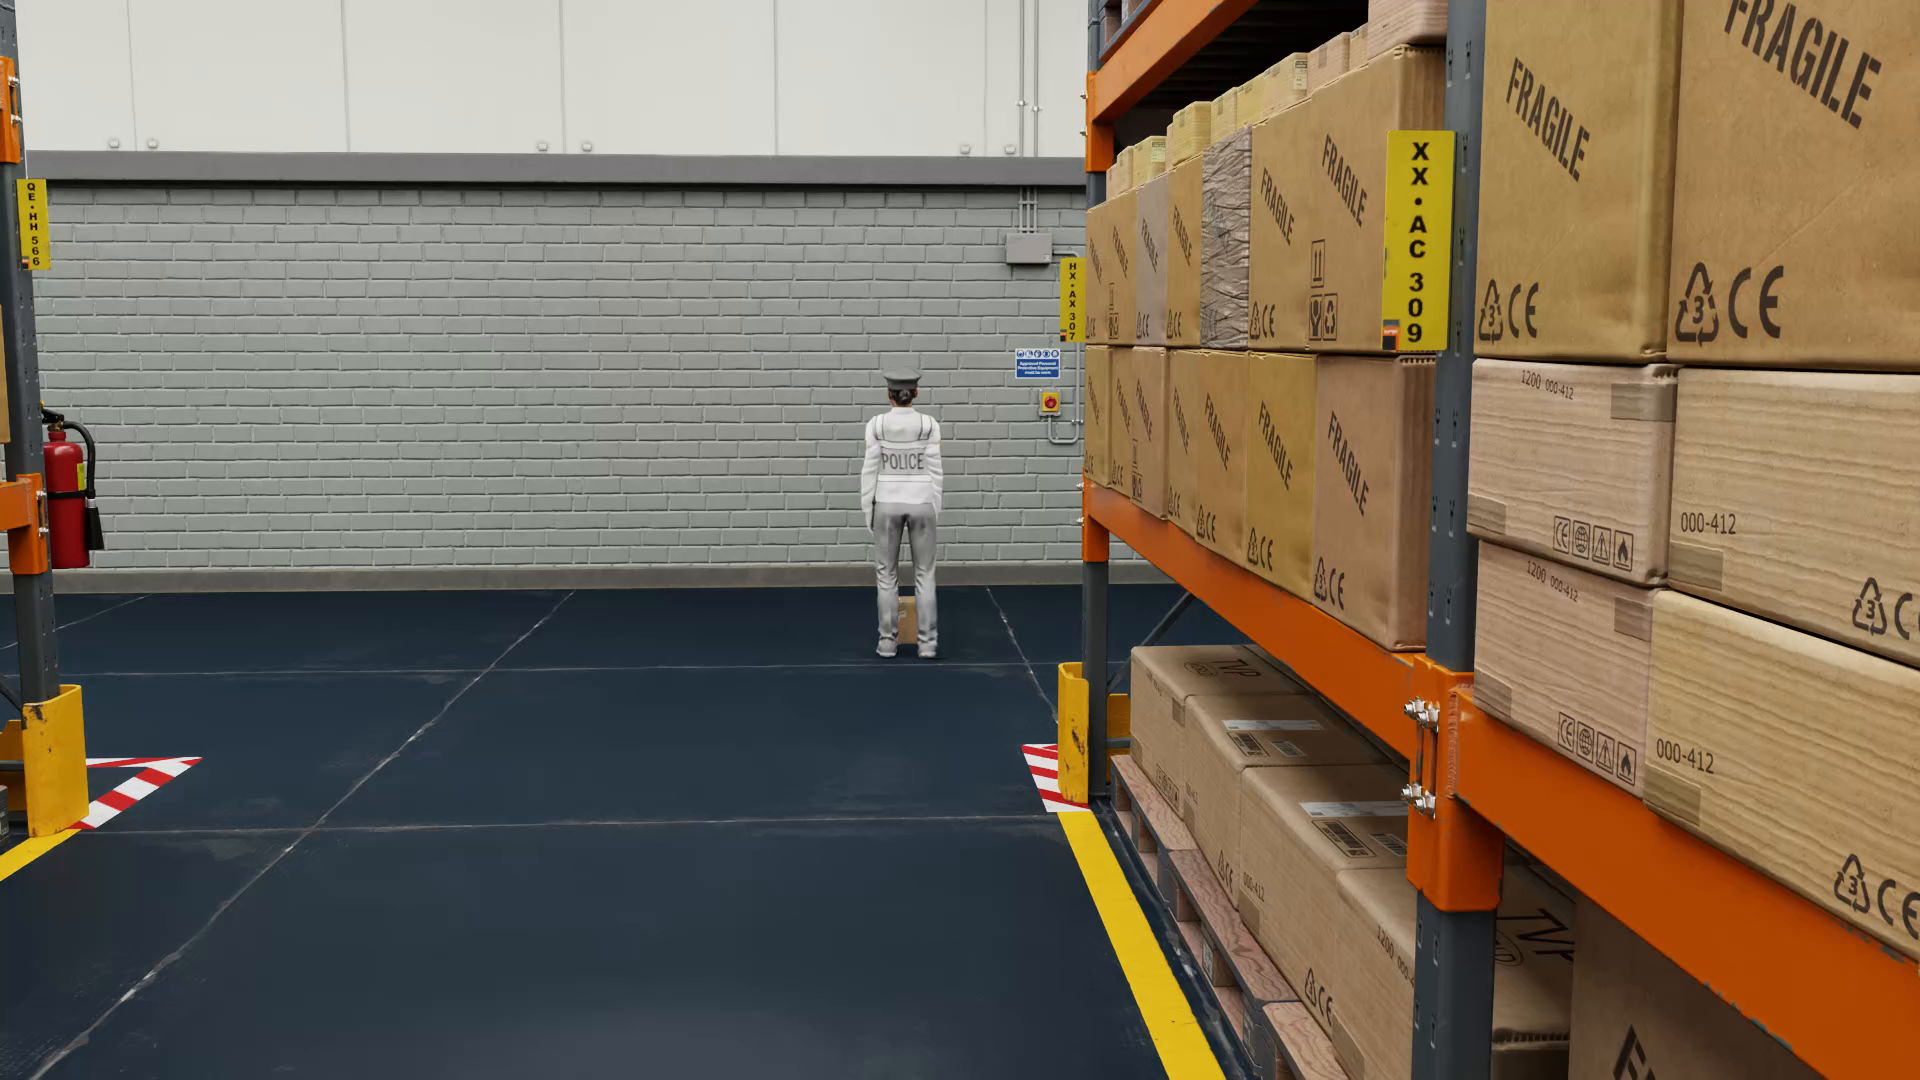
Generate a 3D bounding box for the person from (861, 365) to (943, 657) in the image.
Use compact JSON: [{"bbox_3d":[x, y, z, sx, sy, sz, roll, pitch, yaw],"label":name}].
[{"bbox_3d":[-0.332,-0.153,9.539,0.466,1.692,0.337,0,7,-2],"label":"person"}]
